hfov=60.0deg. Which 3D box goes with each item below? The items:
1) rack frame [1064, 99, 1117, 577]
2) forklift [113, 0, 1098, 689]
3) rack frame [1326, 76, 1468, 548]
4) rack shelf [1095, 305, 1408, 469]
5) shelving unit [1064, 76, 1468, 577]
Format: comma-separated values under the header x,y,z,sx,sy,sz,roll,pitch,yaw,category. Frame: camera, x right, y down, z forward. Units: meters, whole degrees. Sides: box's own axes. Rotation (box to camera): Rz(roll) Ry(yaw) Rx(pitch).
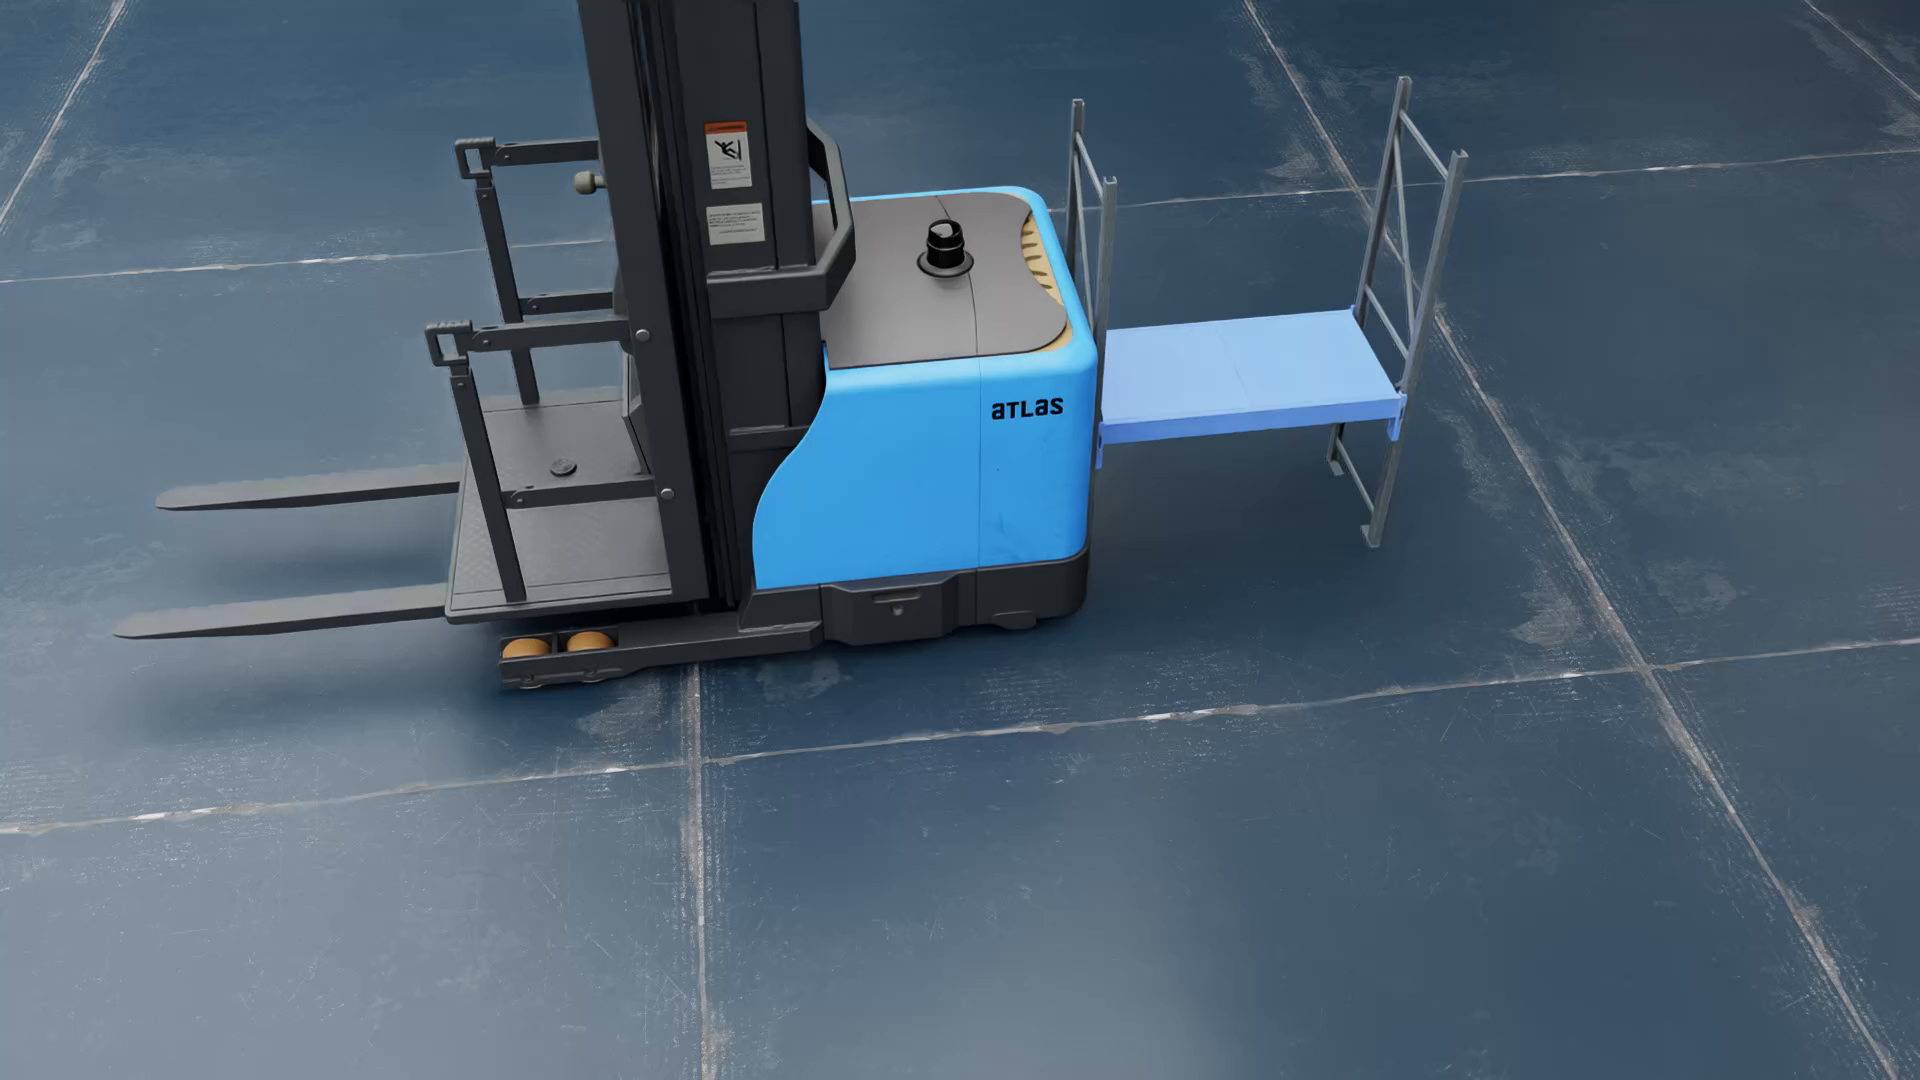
x,y,z,sx,sy,sz,roll,pitch,yaw,category
0.385,-0.596,5.291,0.032,1.500,0.500,-6,42,-6,rack frame
-1.148,-0.999,4.670,3.031,2.935,1.130,-6,42,-6,forklift
1.391,-0.695,5.401,0.032,1.500,0.500,-6,42,-6,rack frame
0.888,-0.512,5.467,1.000,0.185,0.538,-6,42,-6,rack shelf
0.888,-0.646,5.346,1.048,1.500,0.538,-6,42,-6,shelving unit
